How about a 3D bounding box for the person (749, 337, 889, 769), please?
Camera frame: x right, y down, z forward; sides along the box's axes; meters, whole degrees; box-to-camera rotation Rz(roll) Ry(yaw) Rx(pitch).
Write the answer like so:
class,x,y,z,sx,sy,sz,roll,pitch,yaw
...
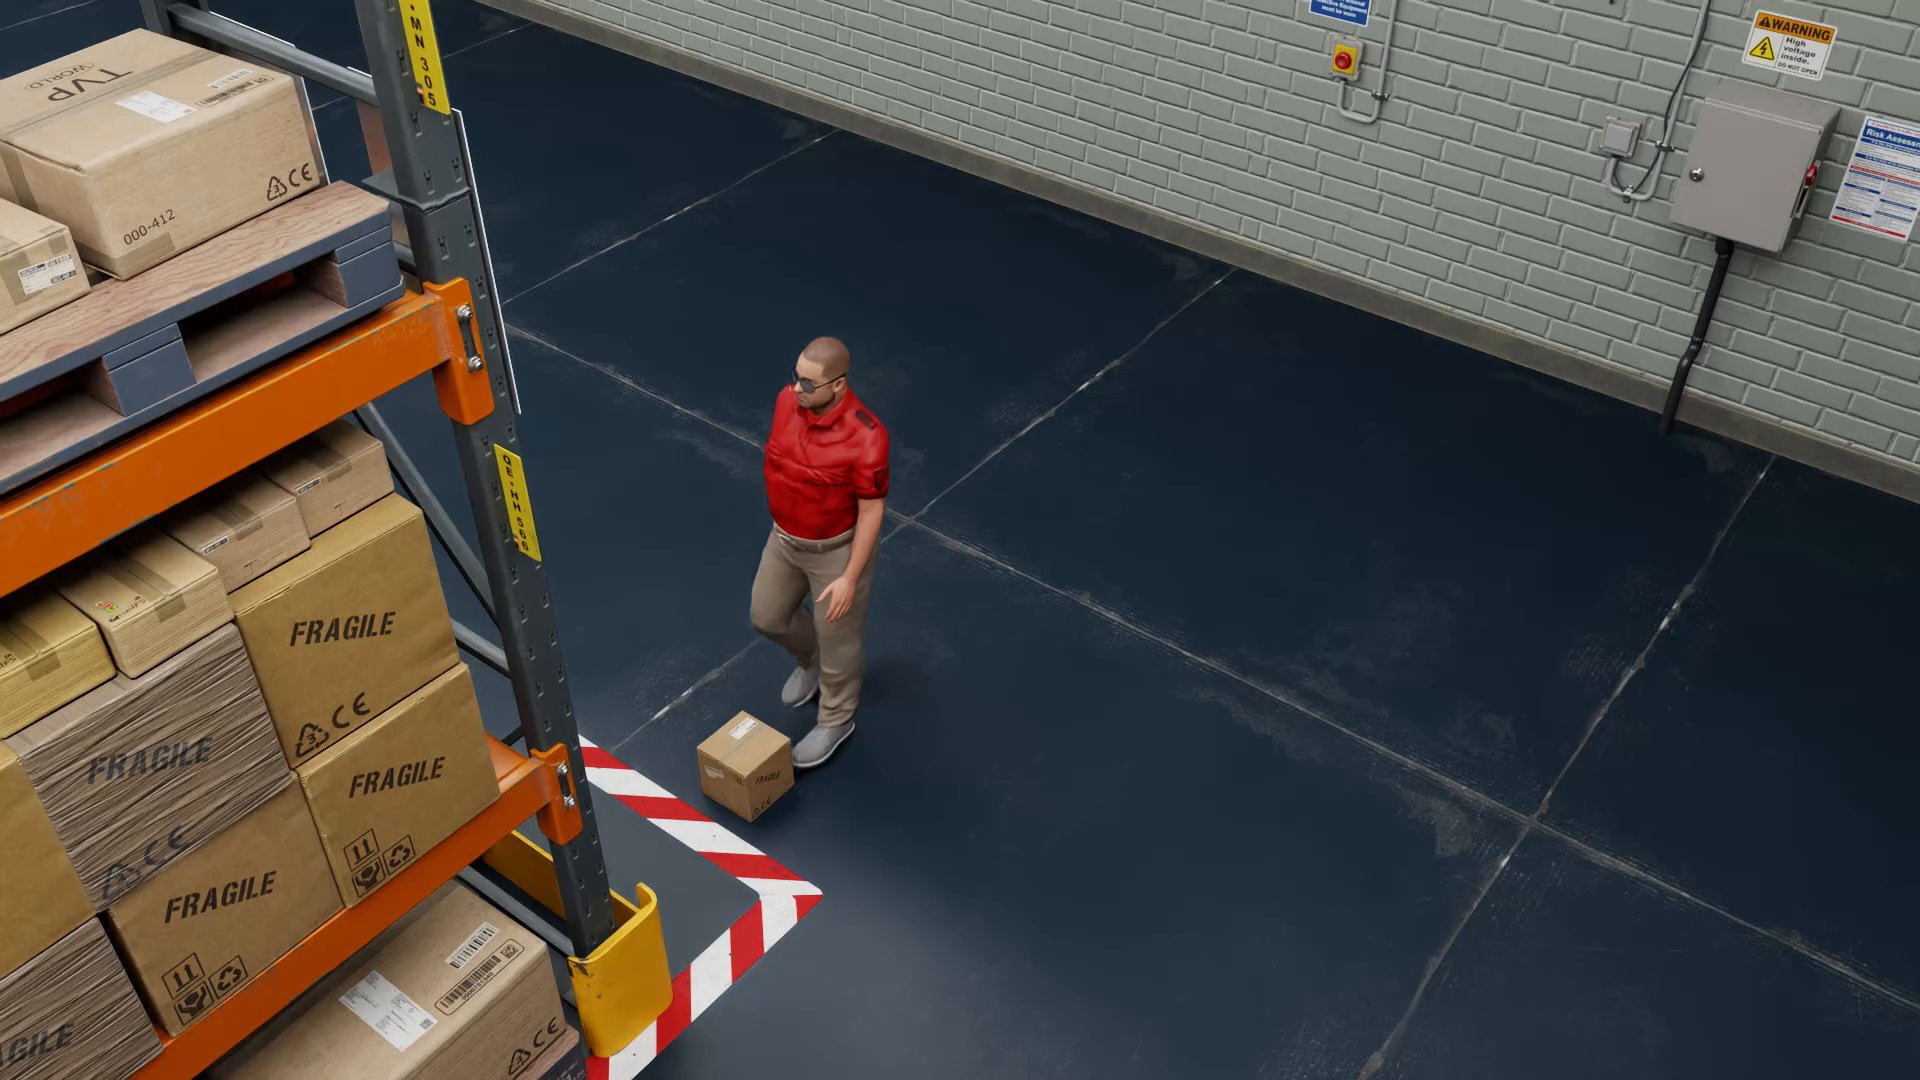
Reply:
class,x,y,z,sx,sy,sz,roll,pitch,yaw
person,-0.543,0.051,6.072,0.560,1.714,0.537,26,45,29
